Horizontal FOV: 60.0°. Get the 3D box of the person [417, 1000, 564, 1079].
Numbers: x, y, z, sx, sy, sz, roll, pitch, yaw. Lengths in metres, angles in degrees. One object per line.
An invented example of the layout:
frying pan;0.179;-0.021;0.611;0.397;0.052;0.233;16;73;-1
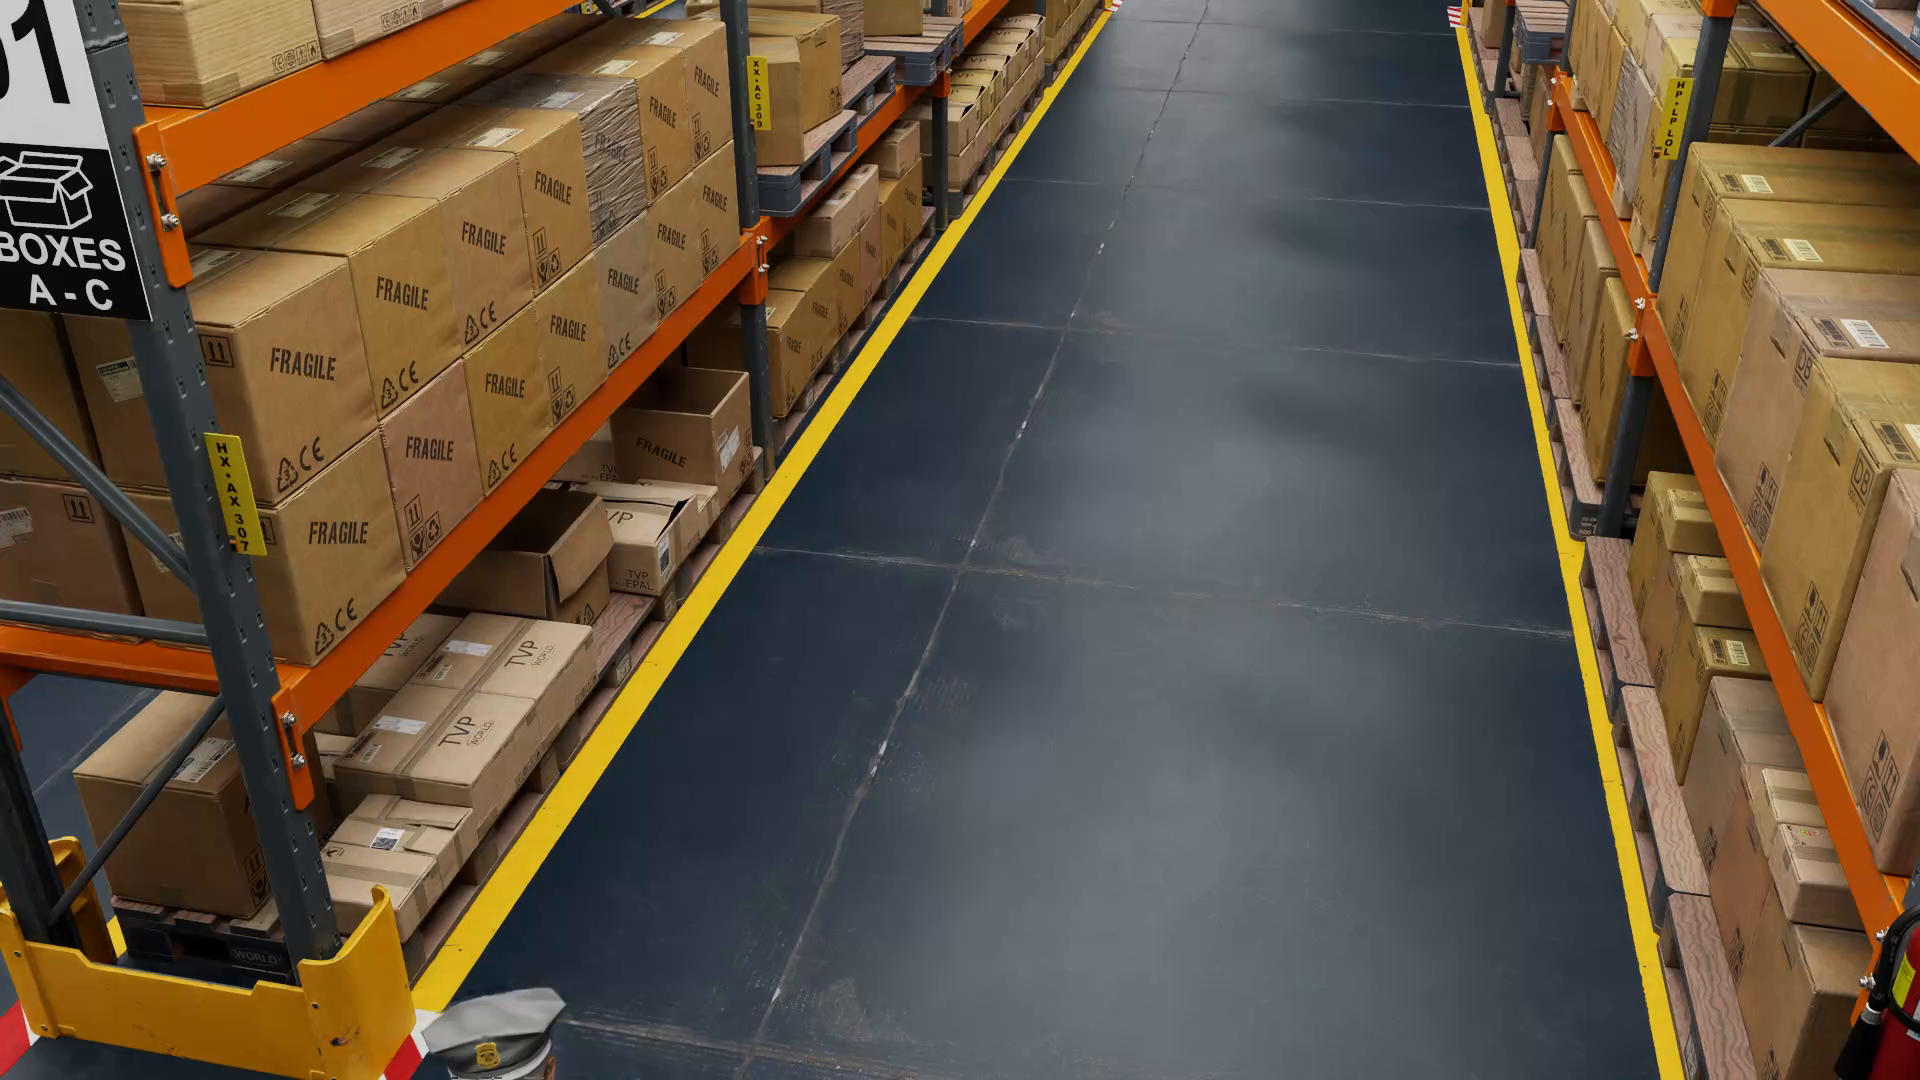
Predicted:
person;-0.791;1.600;3.195;0.494;1.721;0.427;1;29;2
